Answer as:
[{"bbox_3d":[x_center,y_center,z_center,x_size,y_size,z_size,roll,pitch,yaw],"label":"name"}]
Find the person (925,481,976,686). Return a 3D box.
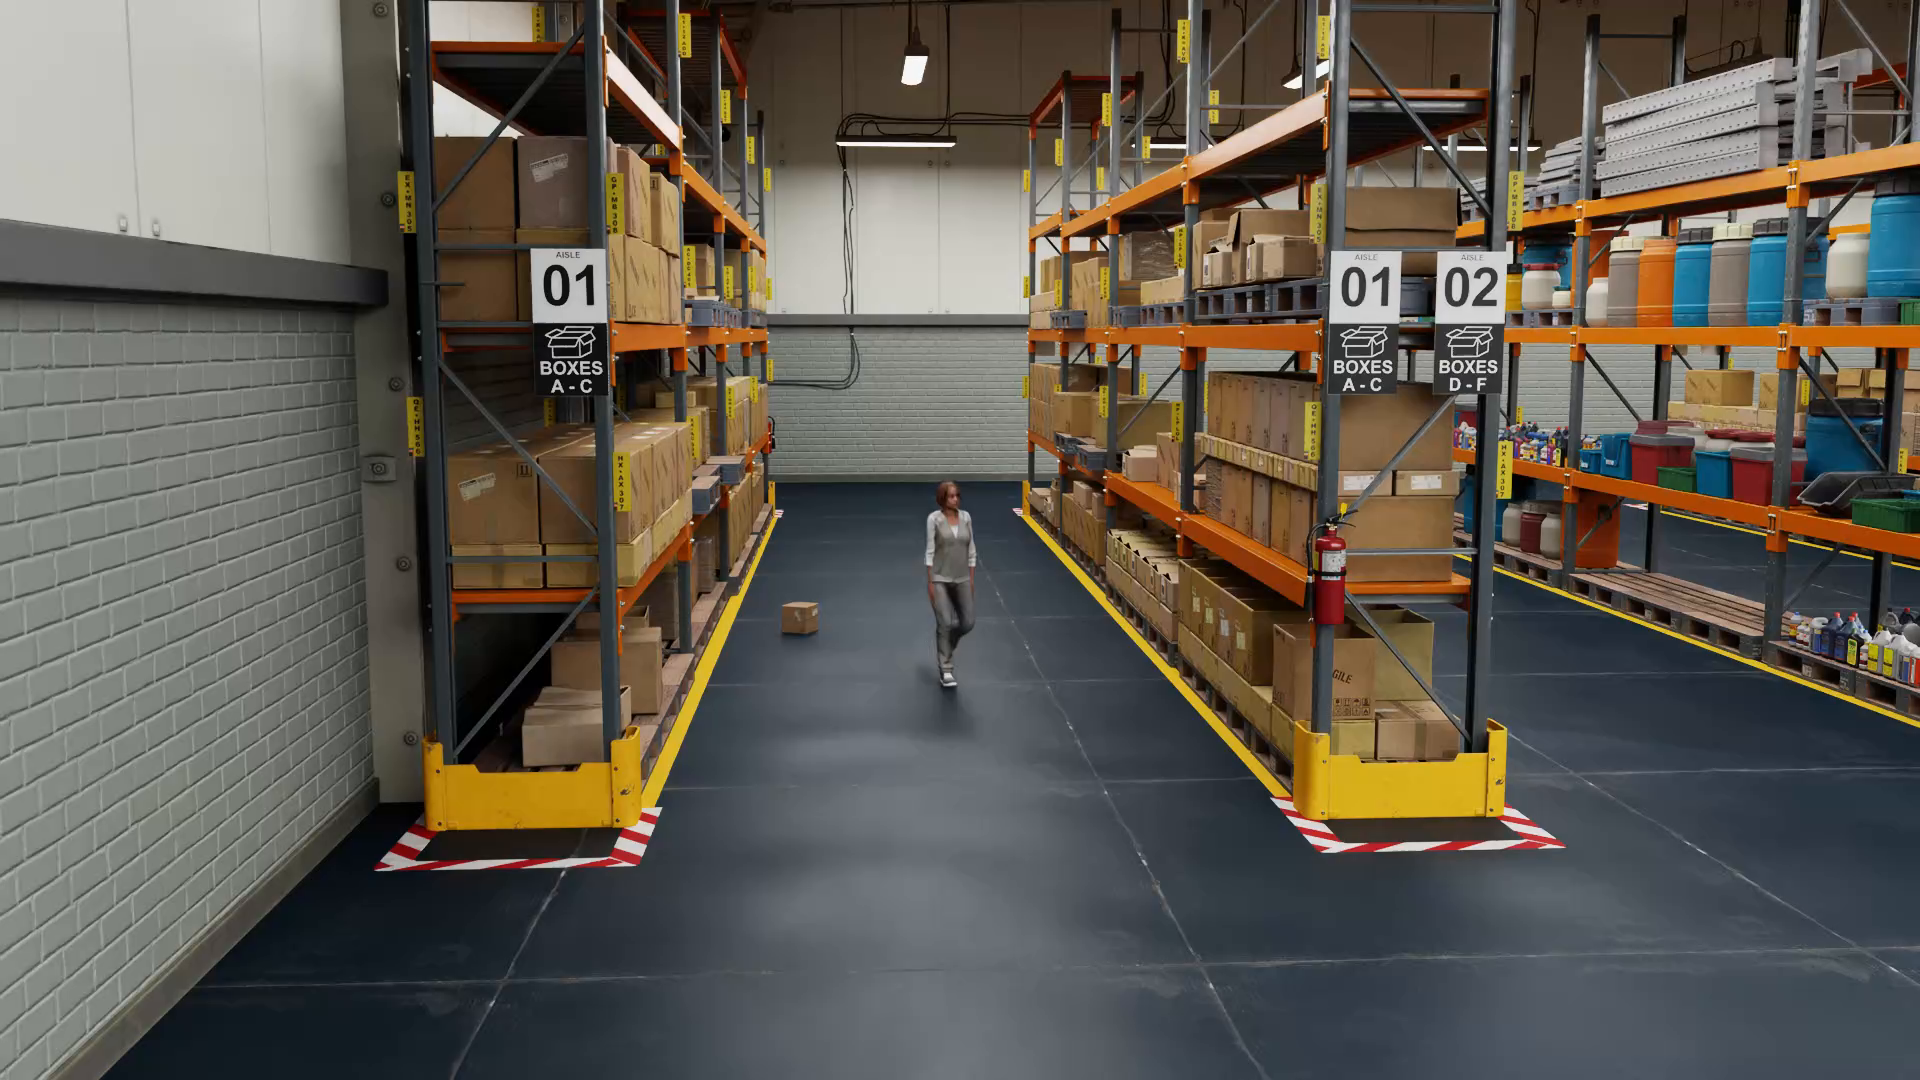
[{"bbox_3d":[-0.085,0.322,13.016,0.431,1.586,0.553,-3,8,-21],"label":"person"}]
